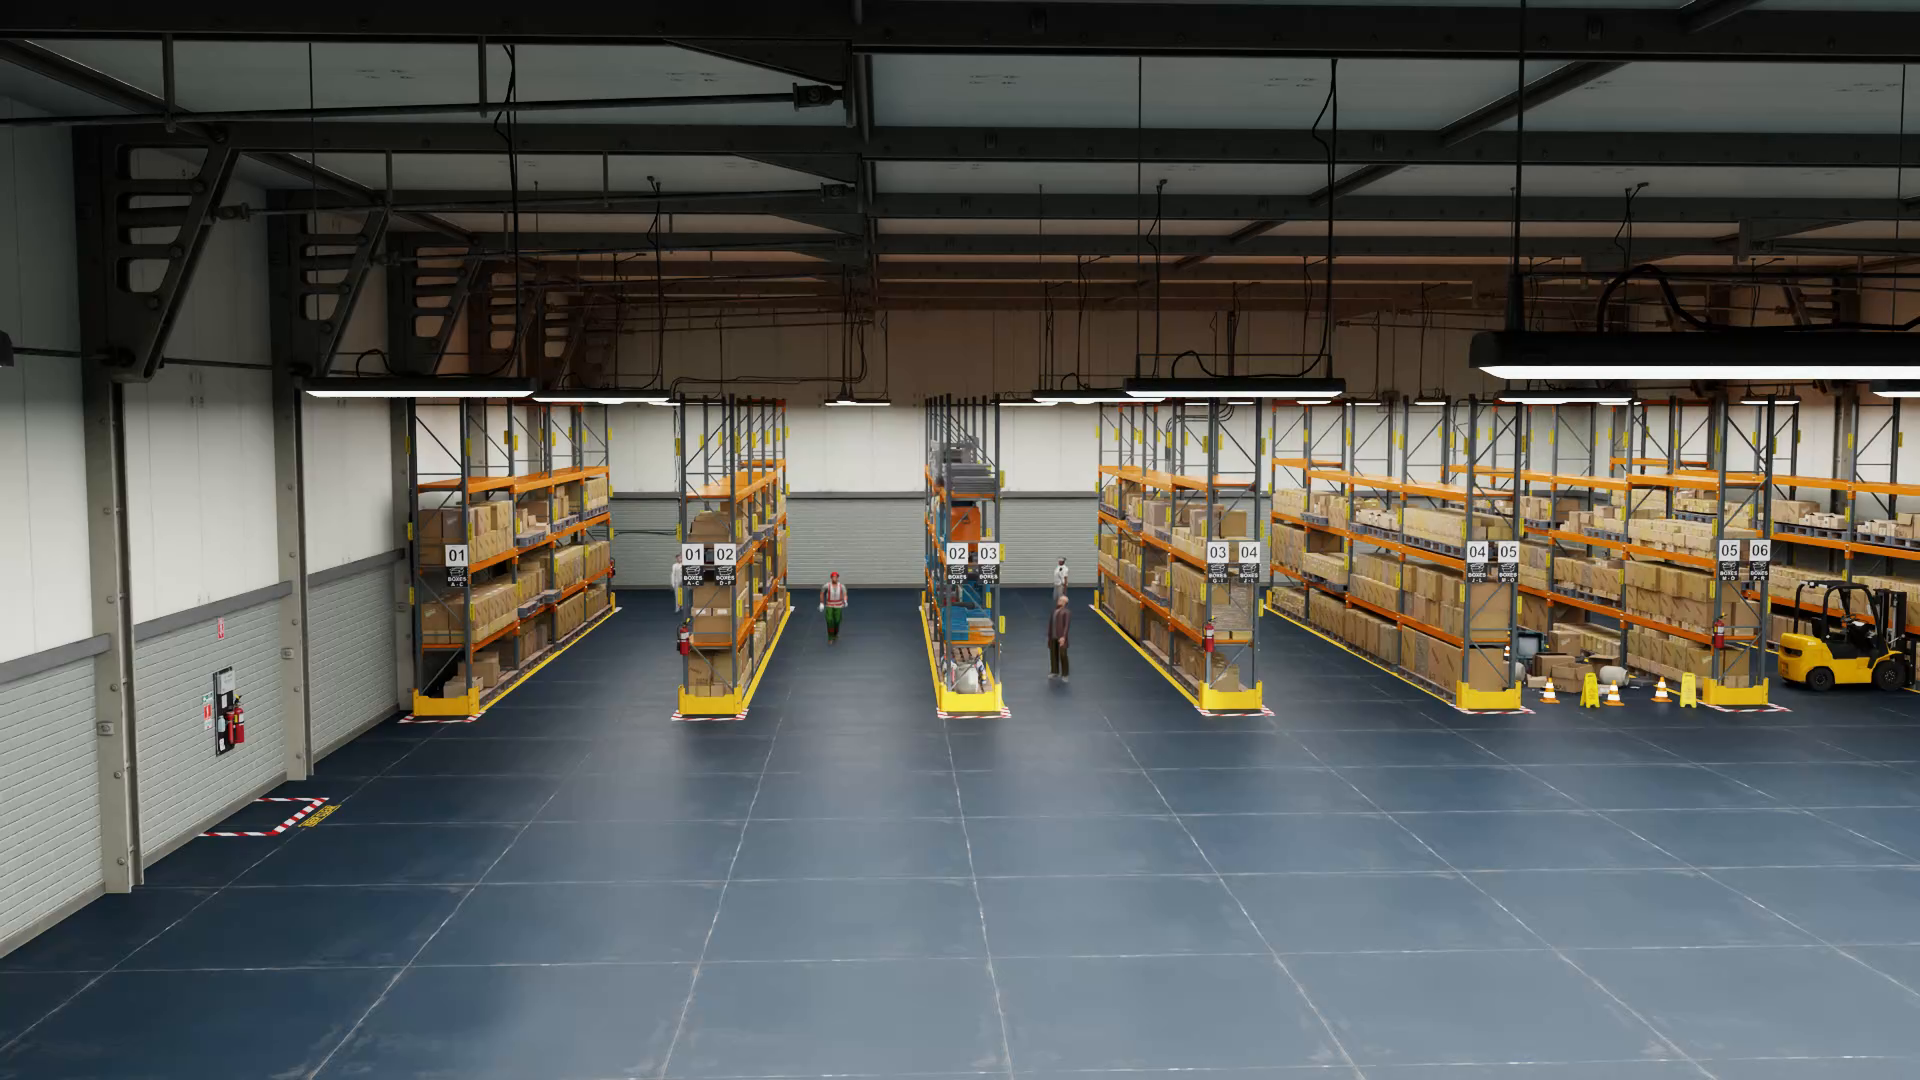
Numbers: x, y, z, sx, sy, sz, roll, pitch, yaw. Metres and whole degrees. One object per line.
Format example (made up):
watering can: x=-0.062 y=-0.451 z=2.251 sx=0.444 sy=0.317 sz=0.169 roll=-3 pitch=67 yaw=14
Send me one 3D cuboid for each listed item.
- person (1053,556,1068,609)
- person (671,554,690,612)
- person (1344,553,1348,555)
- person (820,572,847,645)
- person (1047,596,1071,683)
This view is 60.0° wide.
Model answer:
person: x=2.733 y=1.319 z=45.736 sx=0.393 sy=1.749 sz=0.503 roll=-2 pitch=5 yaw=-27
person: x=-7.862 y=1.198 z=46.829 sx=0.563 sy=1.630 sz=0.983 roll=0 pitch=5 yaw=-6
person: x=11.002 y=1.098 z=47.413 sx=0.403 sy=1.782 sz=0.625 roll=2 pitch=5 yaw=19
person: x=-3.092 y=1.674 z=40.664 sx=0.671 sy=1.813 sz=0.877 roll=0 pitch=5 yaw=-5
person: x=2.073 y=2.083 z=35.049 sx=0.615 sy=1.806 sz=0.454 roll=3 pitch=6 yaw=37
